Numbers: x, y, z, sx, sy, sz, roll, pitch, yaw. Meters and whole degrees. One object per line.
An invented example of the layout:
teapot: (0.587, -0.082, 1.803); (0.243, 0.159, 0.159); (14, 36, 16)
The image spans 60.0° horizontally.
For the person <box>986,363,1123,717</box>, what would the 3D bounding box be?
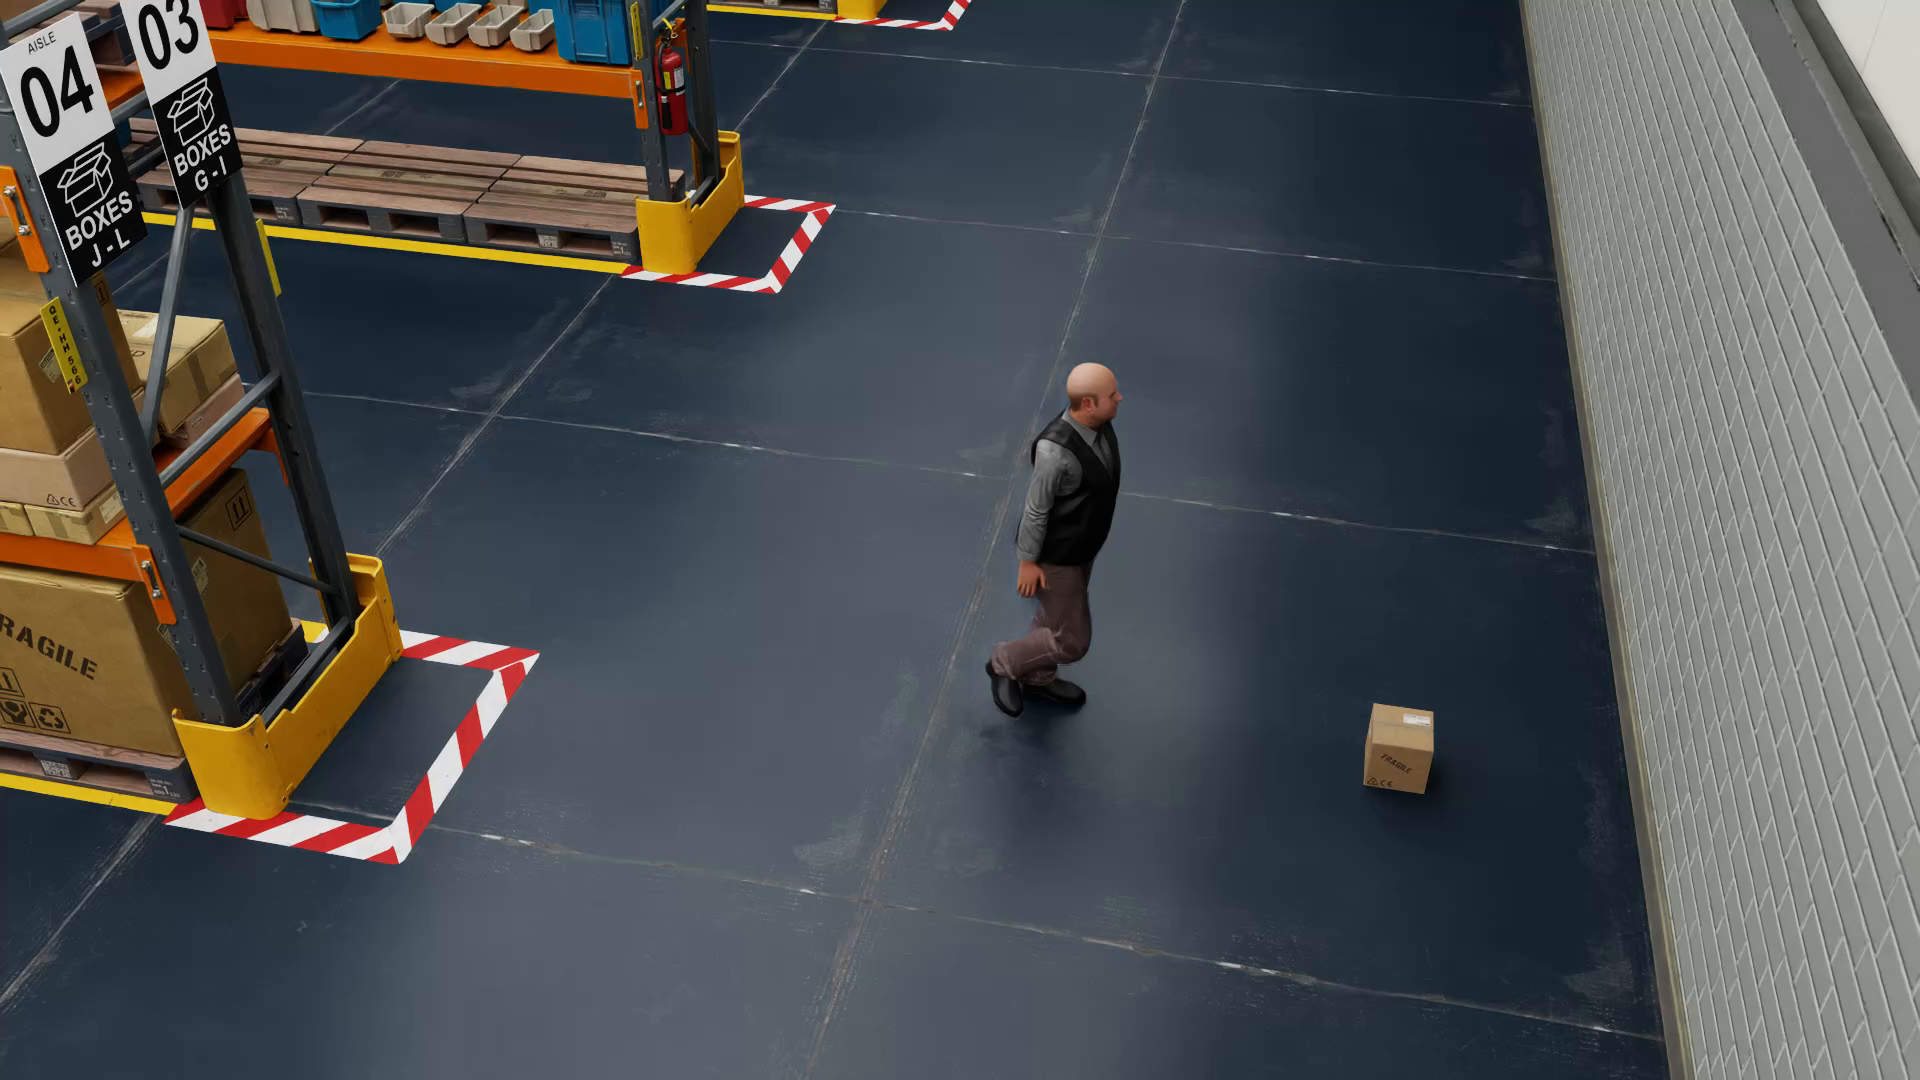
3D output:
person: (0.389, 0.009, 6.961); (0.490, 1.714, 0.583); (15, 39, 19)
